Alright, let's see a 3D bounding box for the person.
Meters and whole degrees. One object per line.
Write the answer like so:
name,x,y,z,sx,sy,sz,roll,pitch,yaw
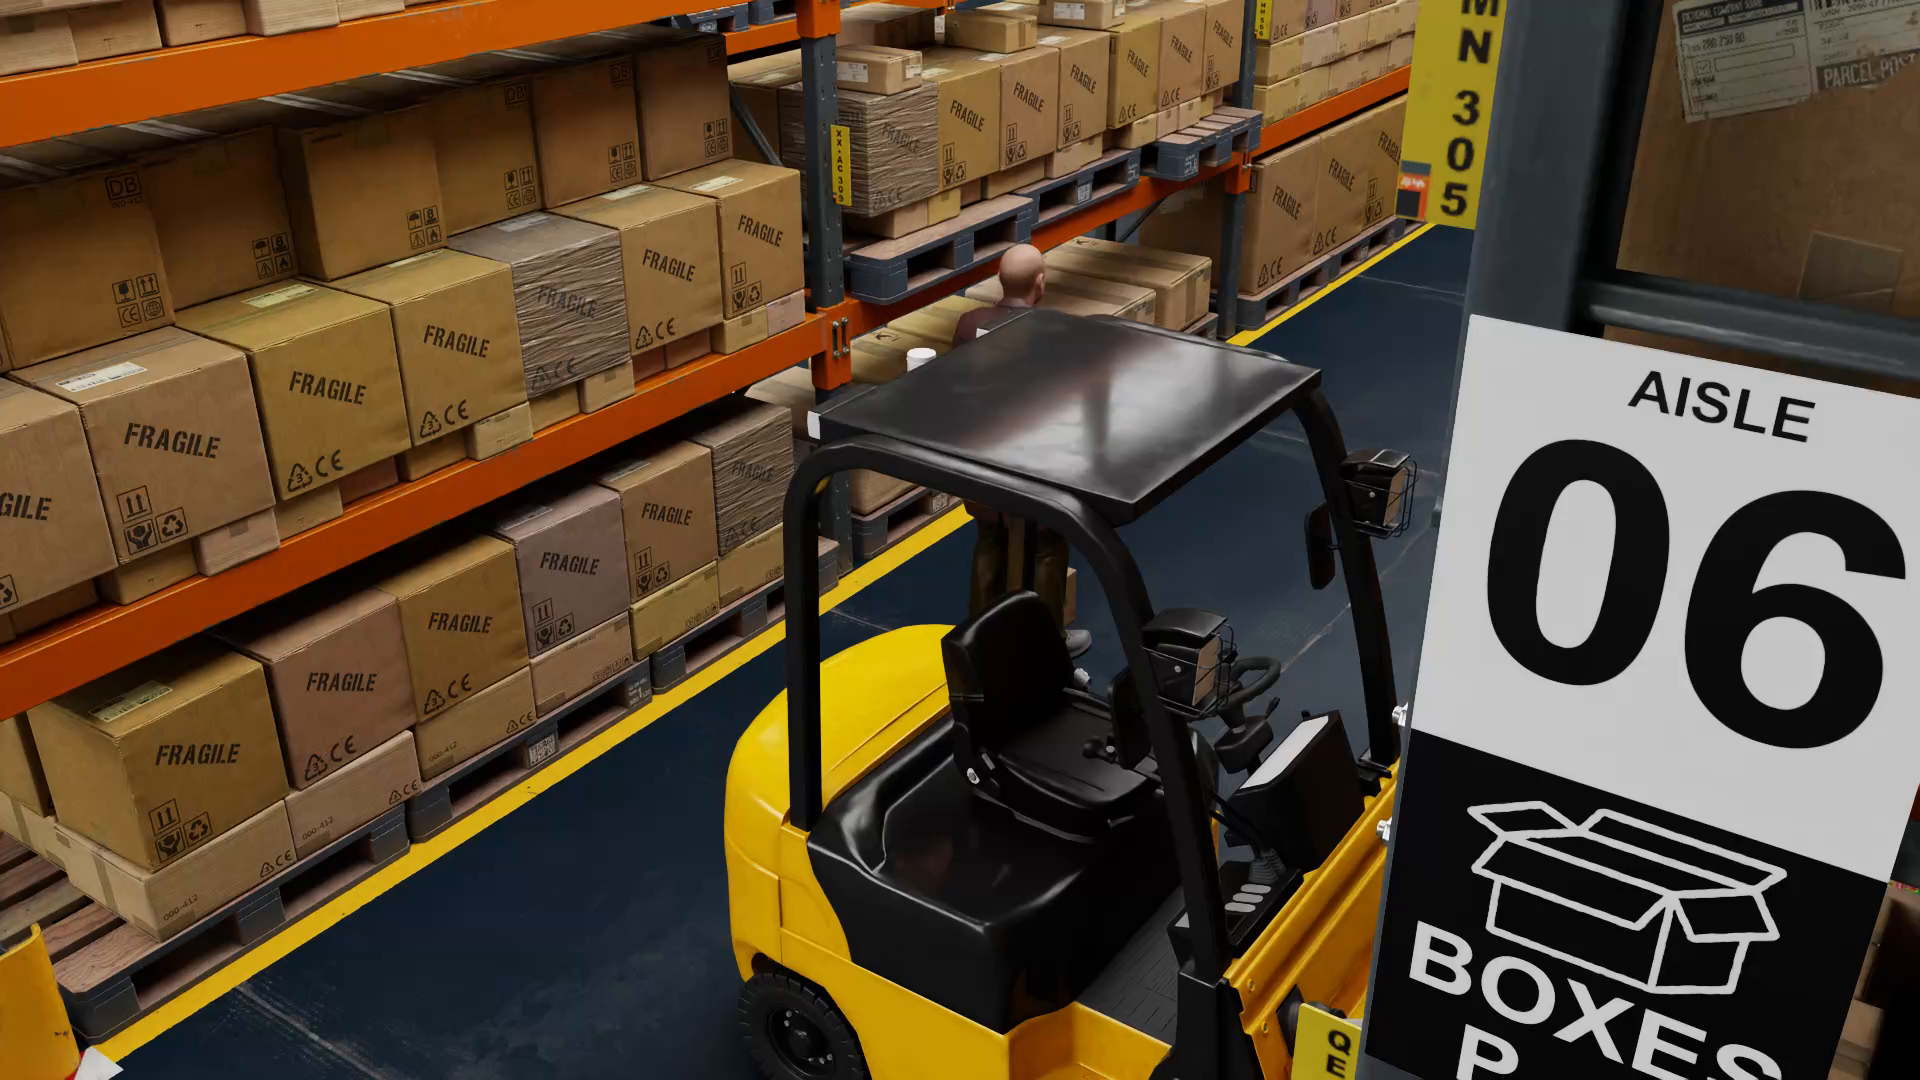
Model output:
person,0.237,-0.327,6.785,0.643,1.774,0.426,15,30,28
